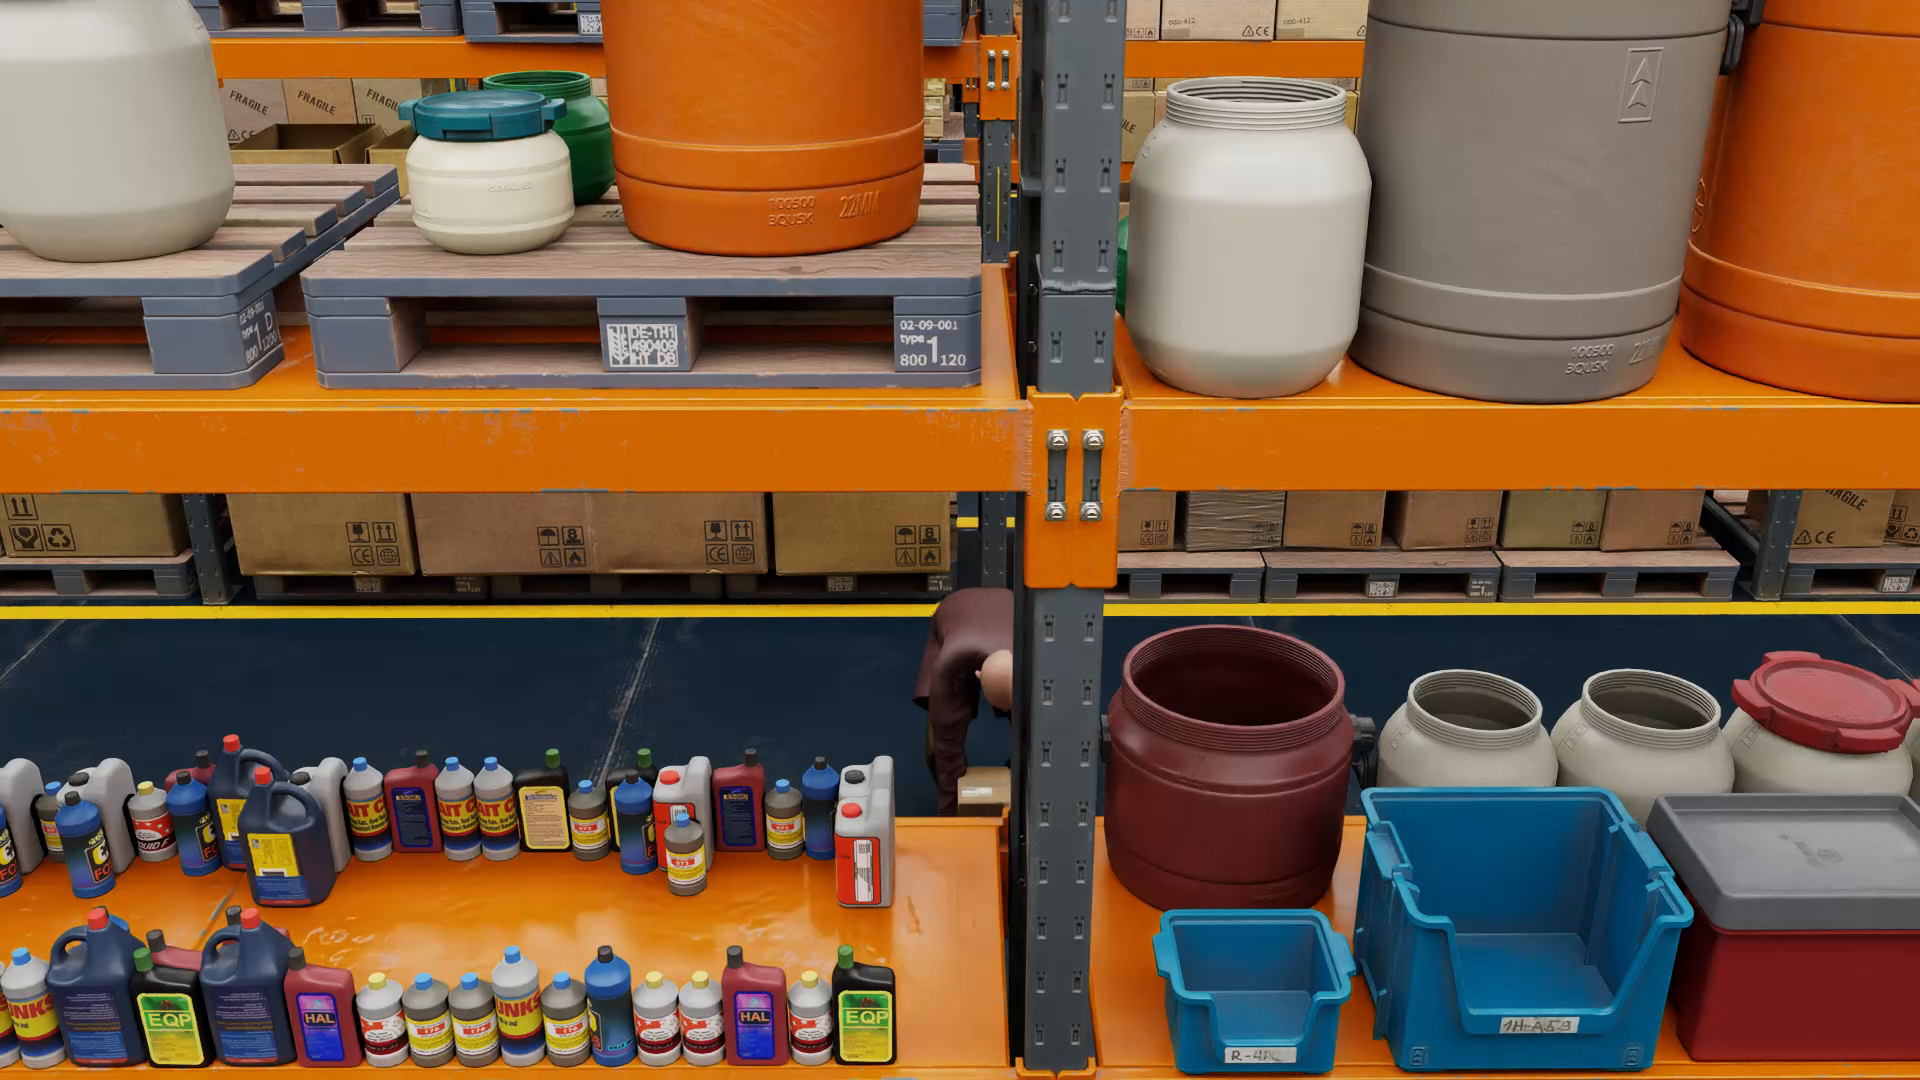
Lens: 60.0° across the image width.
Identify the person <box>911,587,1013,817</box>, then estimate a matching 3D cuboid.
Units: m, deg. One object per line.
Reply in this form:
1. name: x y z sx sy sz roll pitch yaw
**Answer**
1. person: 0.115 0.726 6.375 0.592 1.048 0.942 -1 24 -3
